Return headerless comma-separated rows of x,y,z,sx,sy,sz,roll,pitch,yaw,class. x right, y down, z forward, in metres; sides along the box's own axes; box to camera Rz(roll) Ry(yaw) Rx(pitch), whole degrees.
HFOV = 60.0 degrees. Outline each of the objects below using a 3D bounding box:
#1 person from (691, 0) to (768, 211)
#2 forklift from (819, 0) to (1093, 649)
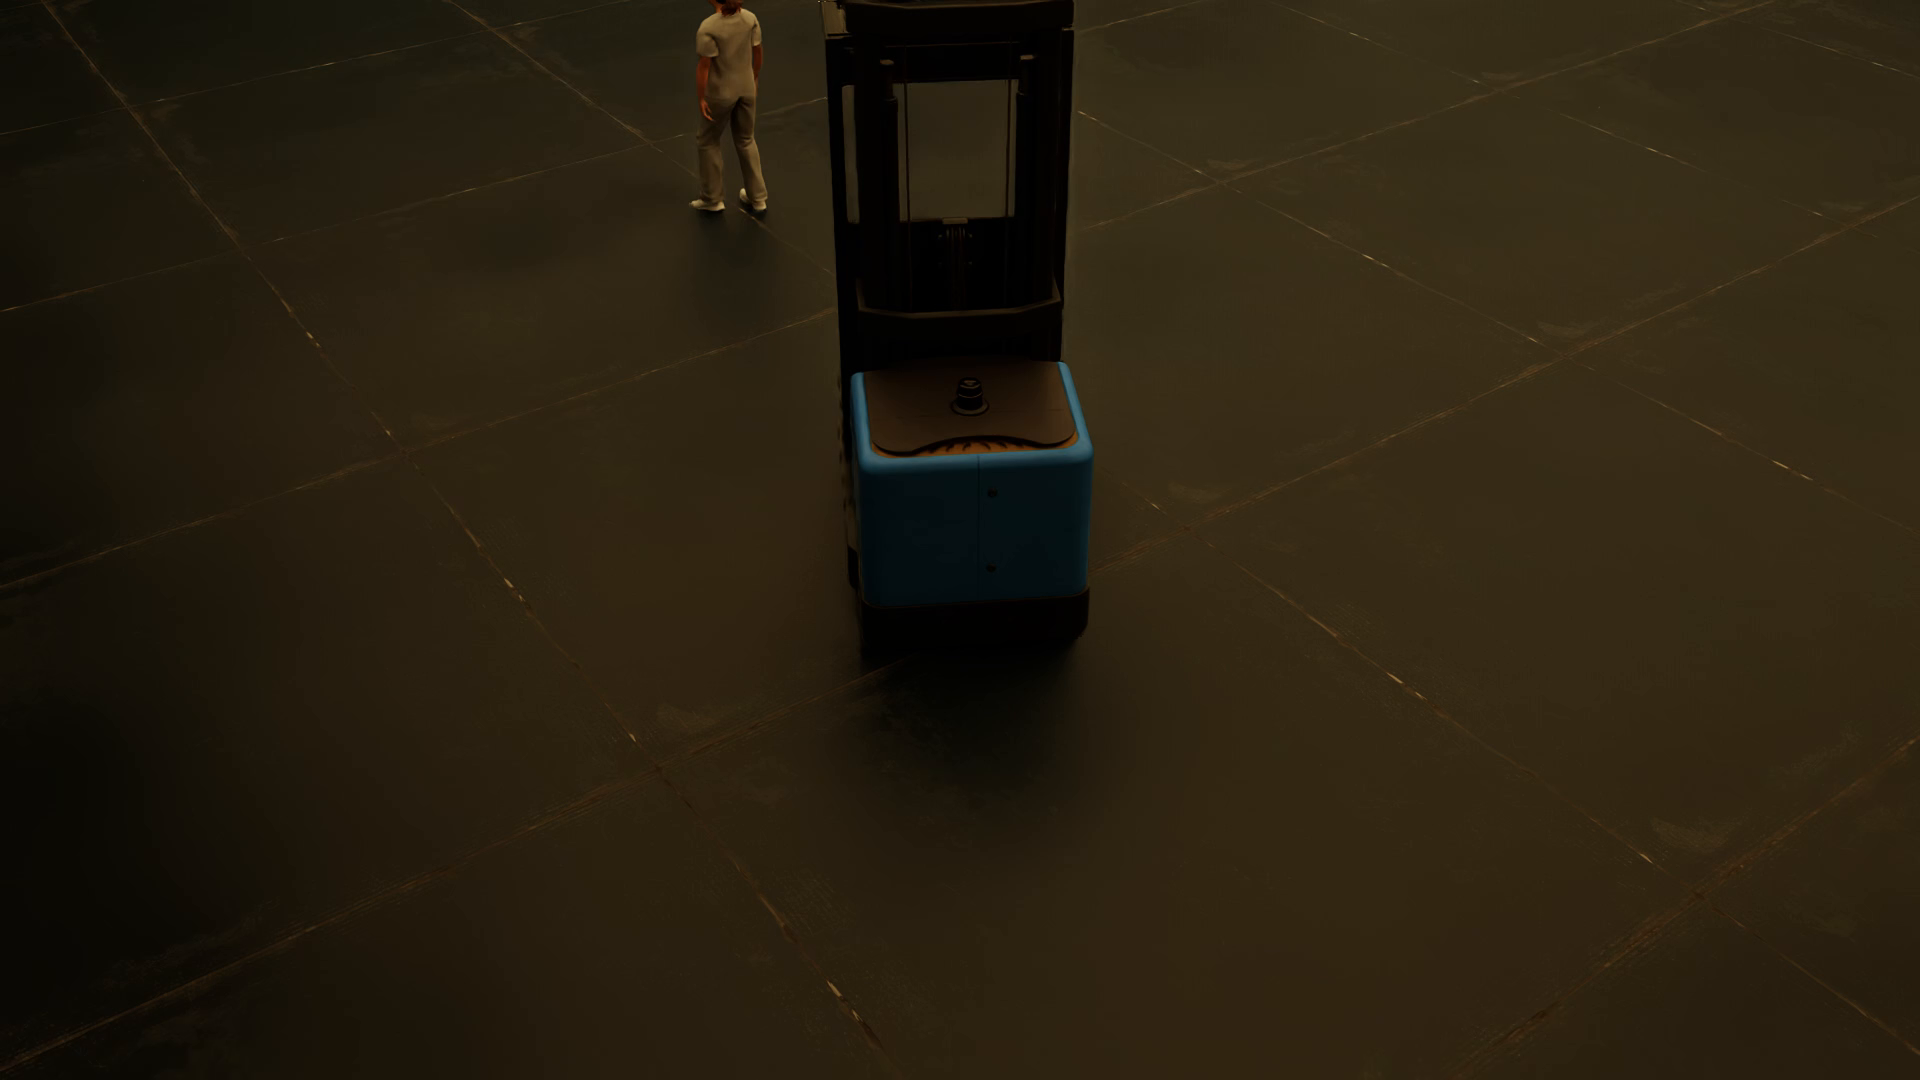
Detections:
-1.561,-2.969,11.060,0.521,1.699,0.502,-24,43,-29,person
-0.073,-1.541,8.028,1.130,2.935,3.031,-4,37,-5,forklift
